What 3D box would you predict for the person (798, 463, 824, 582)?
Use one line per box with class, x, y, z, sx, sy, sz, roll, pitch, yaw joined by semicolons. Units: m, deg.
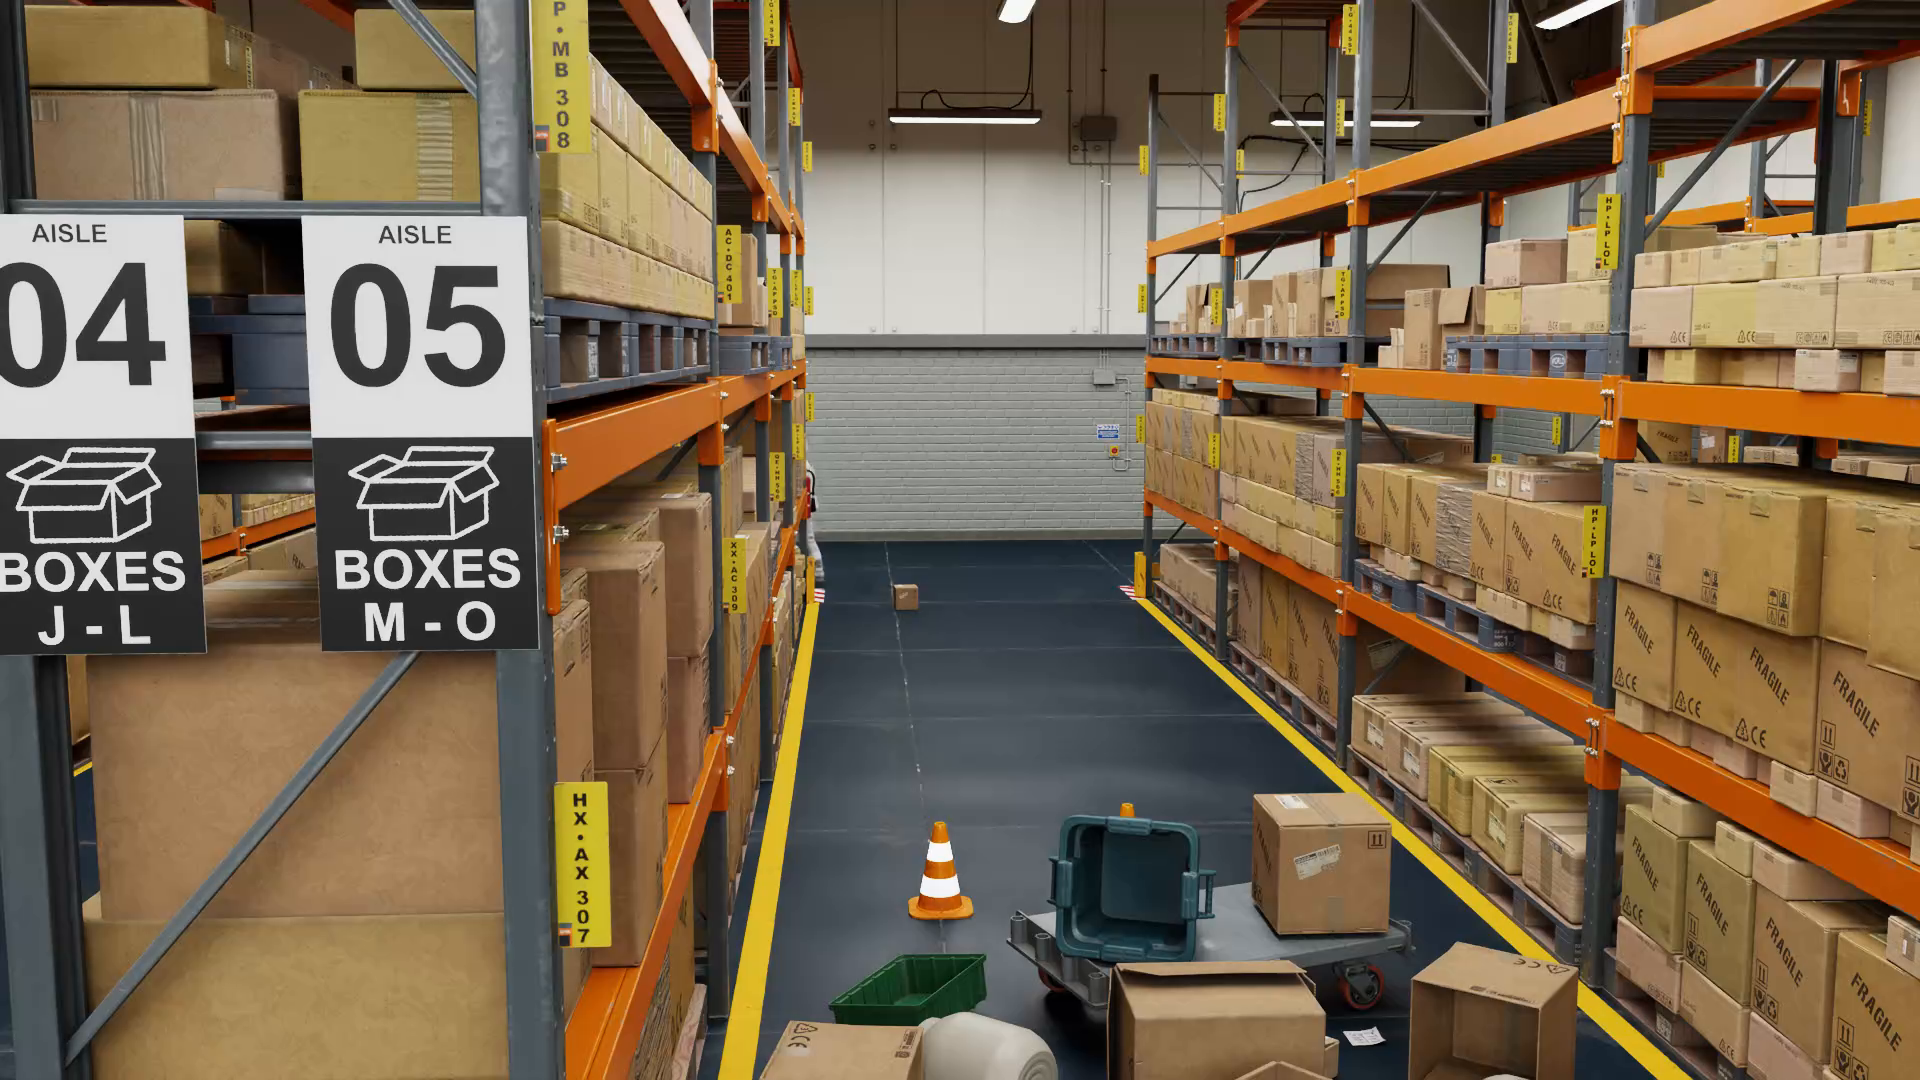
person;-1.993;-0.322;20.411;0.615;1.837;0.657;1;7;5
